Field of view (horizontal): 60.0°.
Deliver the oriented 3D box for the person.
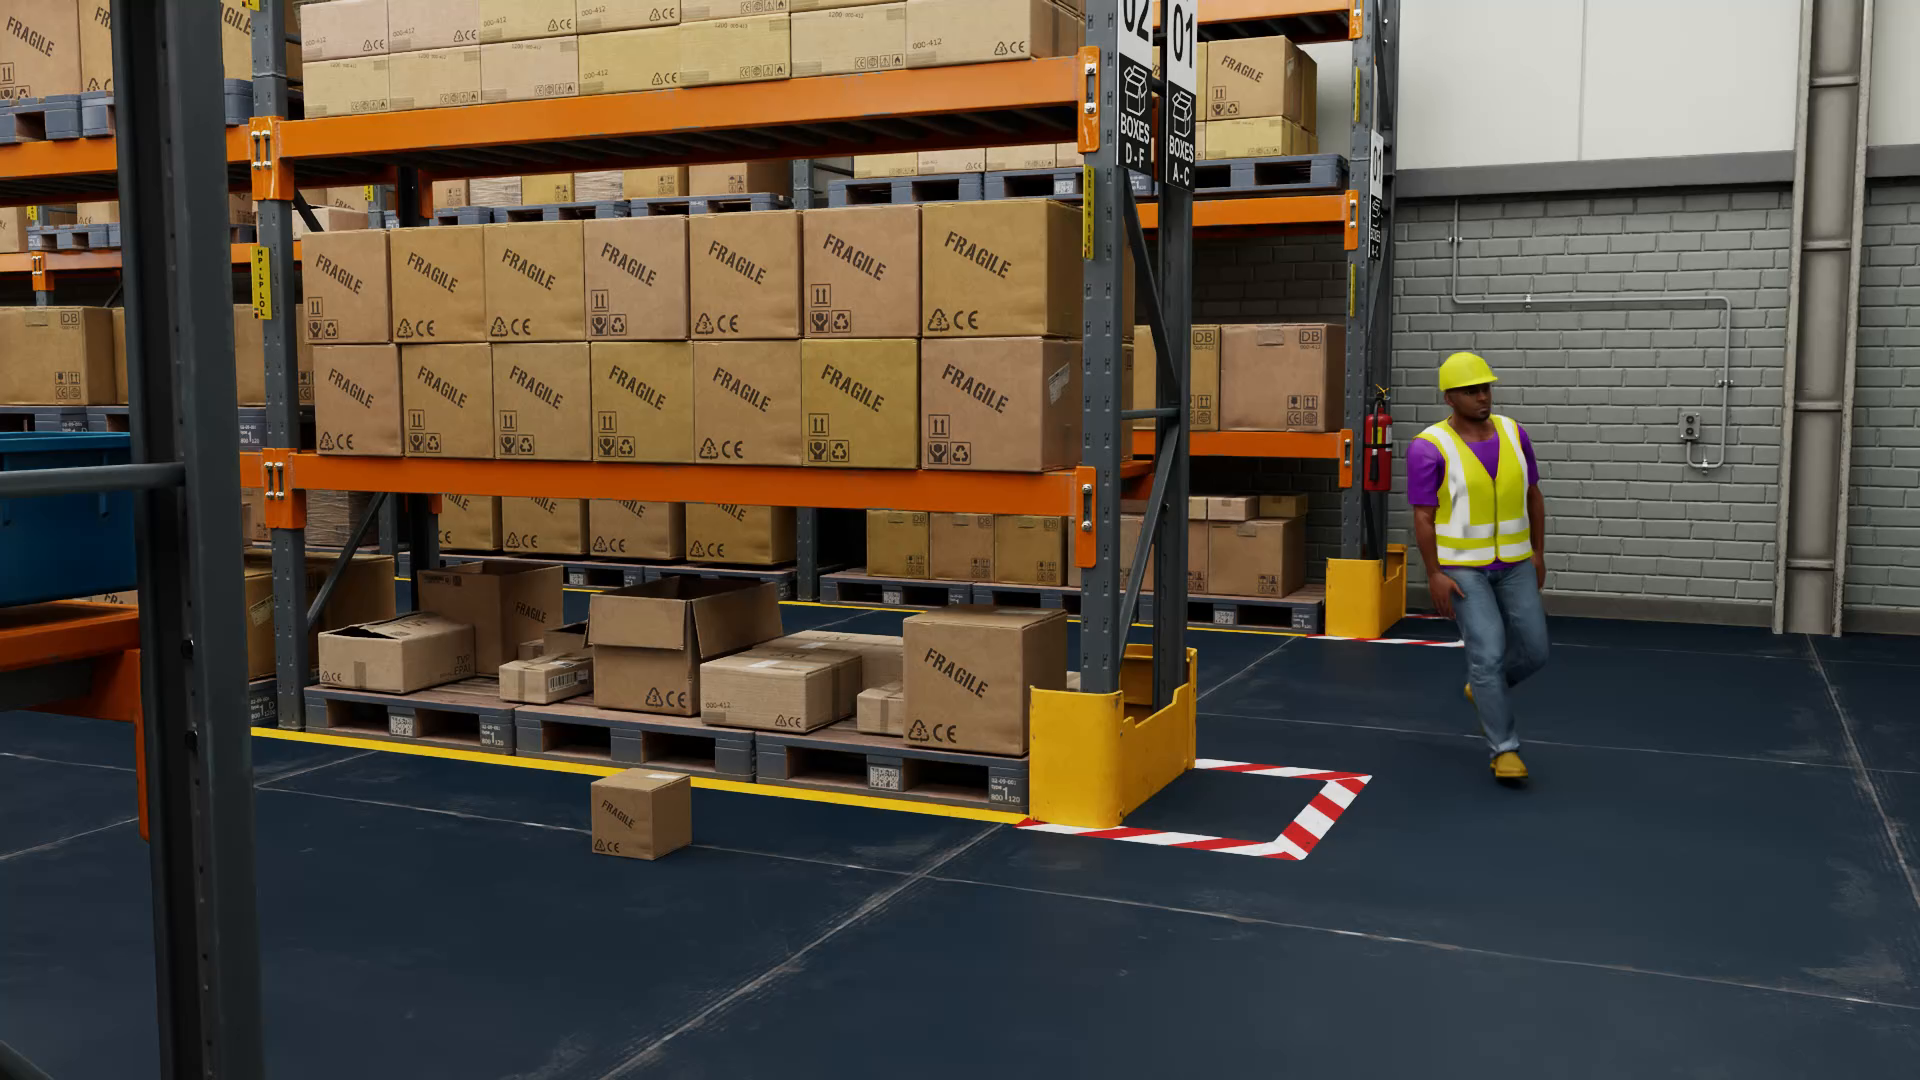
[{"bbox_3d":[2.143,0.093,6.936,0.622,1.738,0.686,-1,6,-9],"label":"person"}]
